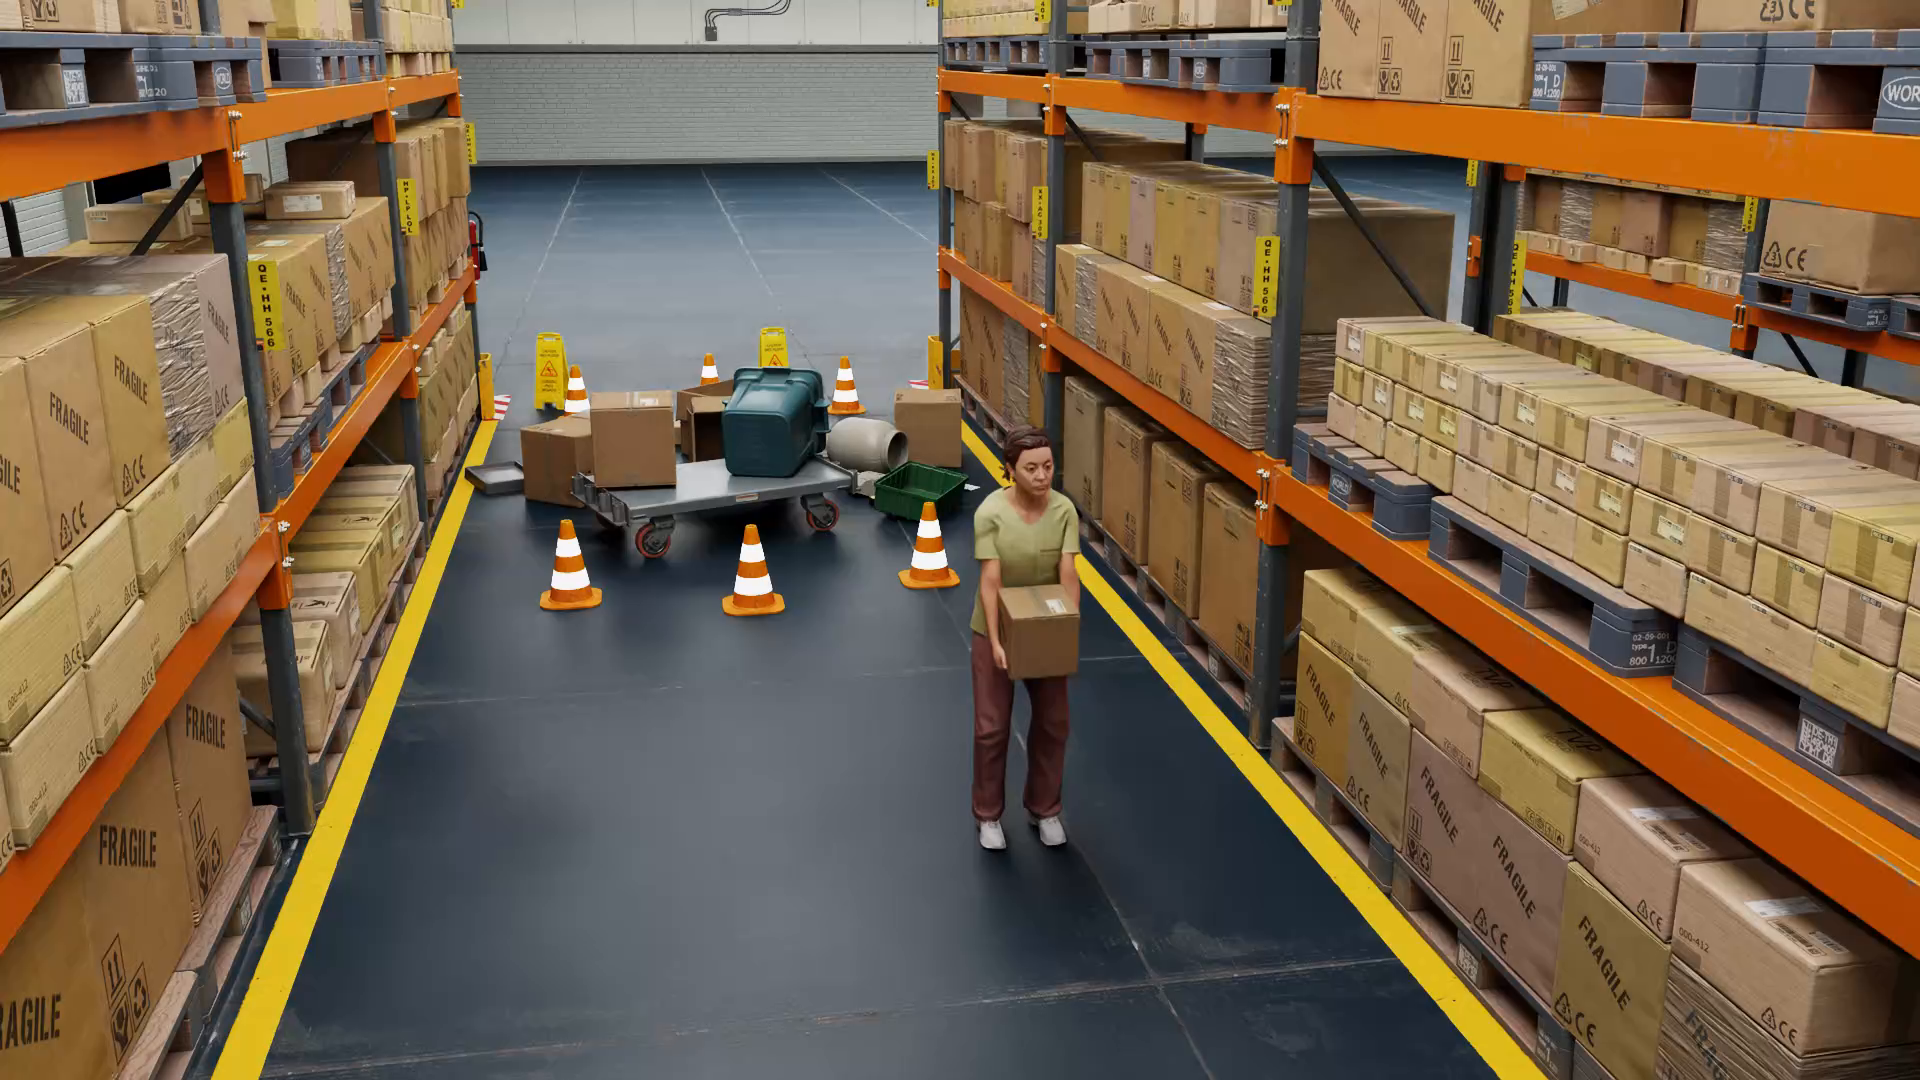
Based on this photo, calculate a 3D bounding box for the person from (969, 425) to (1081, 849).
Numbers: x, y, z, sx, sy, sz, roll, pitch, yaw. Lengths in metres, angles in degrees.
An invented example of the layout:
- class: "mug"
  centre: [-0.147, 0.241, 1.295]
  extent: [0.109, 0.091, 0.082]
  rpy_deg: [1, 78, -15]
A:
- class: "person"
  centre: [0.253, 0.386, 6.266]
  extent: [0.409, 1.661, 0.511]
  rpy_deg: [-3, 17, -11]
